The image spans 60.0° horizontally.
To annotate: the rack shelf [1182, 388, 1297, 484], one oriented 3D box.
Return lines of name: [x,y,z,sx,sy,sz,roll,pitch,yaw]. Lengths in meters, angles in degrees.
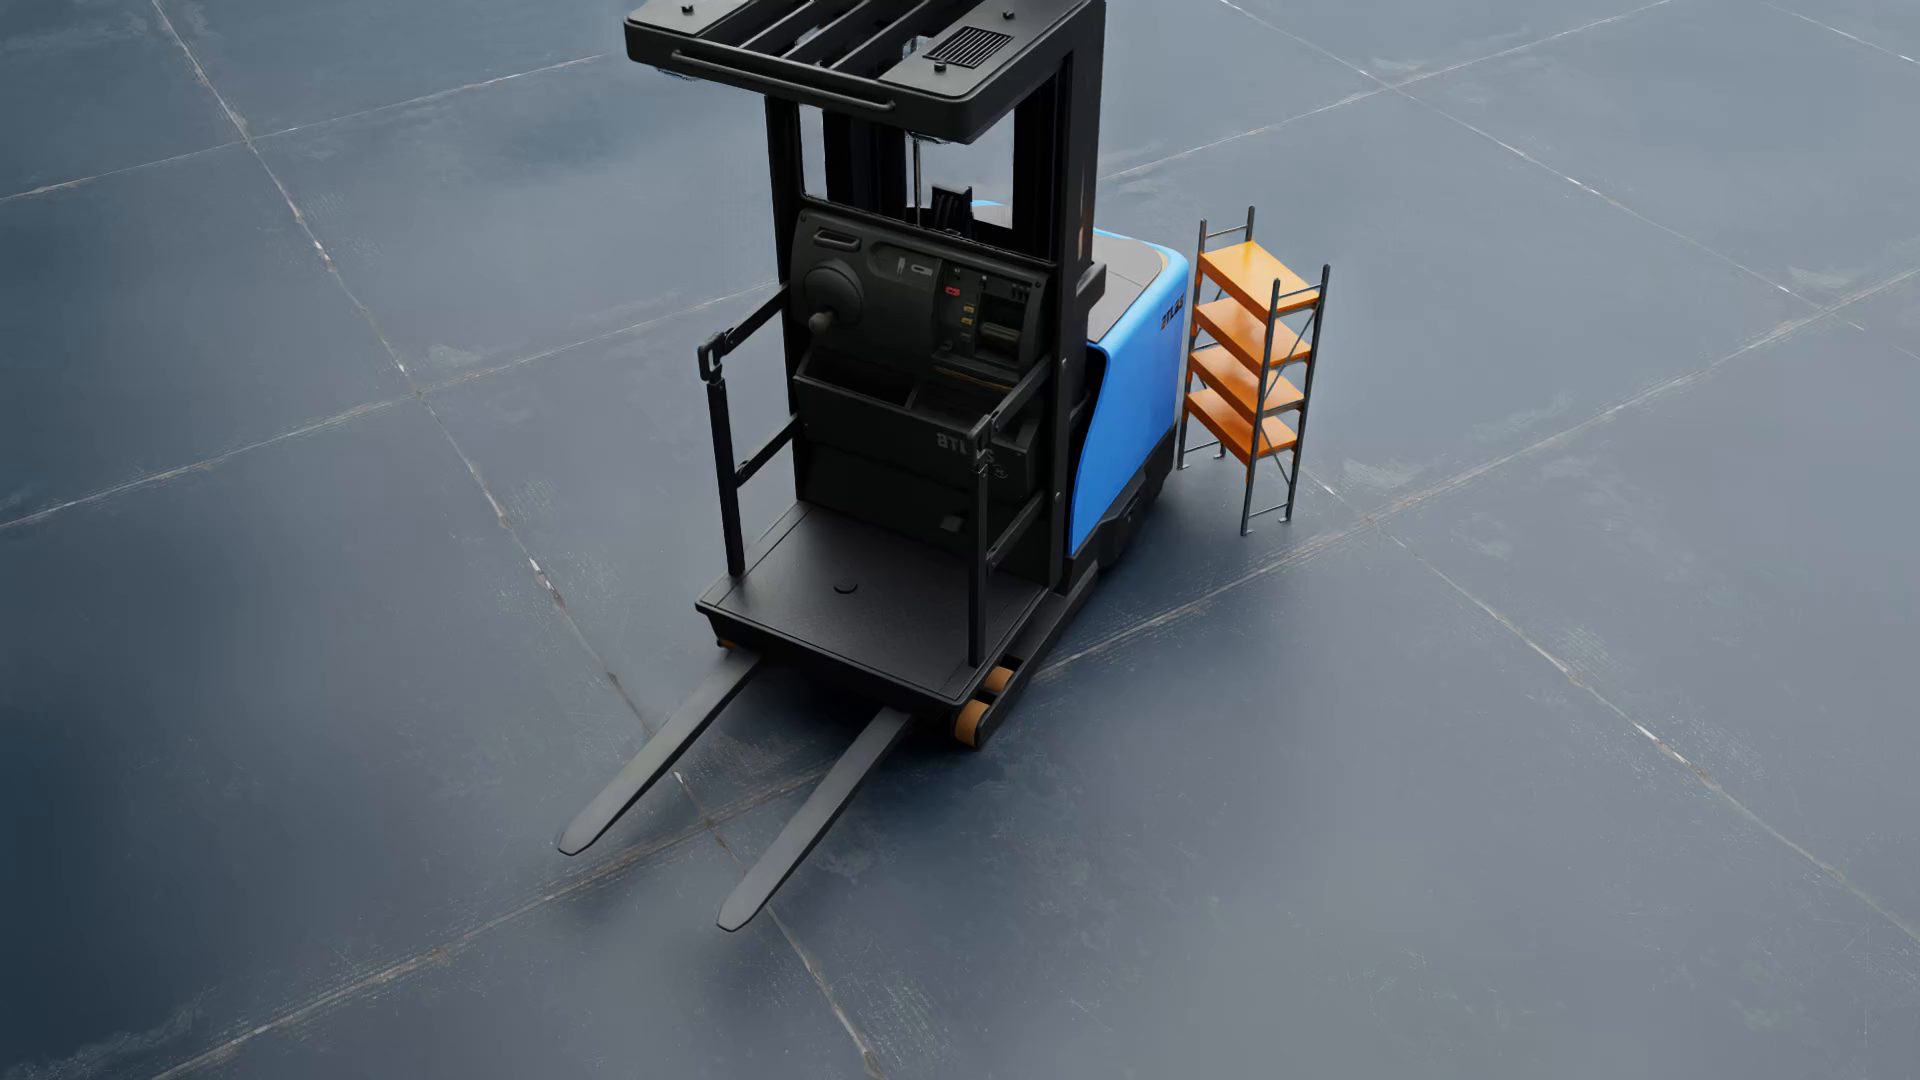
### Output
rack shelf: [1.143,-0.452,6.769,0.258,0.148,0.480,-18,43,-20]

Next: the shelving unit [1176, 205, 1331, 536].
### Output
shelving unit: [1.141,-0.655,6.598,0.258,1.200,0.503,-18,43,-20]

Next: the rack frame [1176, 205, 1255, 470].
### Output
rack frame: [1.033,-0.796,6.766,0.240,1.200,0.015,-18,43,-20]

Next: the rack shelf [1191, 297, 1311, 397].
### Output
rack shelf: [1.140,-0.775,6.497,0.258,0.148,0.480,-18,43,-20]

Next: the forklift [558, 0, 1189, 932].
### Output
forklift: [-0.251,-0.730,5.337,1.130,2.935,3.031,19,44,22]

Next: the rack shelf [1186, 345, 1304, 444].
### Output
rack shelf: [1.142,-0.604,6.641,0.258,0.148,0.480,-18,43,-20]

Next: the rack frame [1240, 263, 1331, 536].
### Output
rack frame: [1.249,-0.515,6.430,0.240,1.200,0.015,-18,43,-20]

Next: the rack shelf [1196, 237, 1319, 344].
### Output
rack shelf: [1.139,-0.957,6.345,0.258,0.148,0.480,-18,43,-20]
